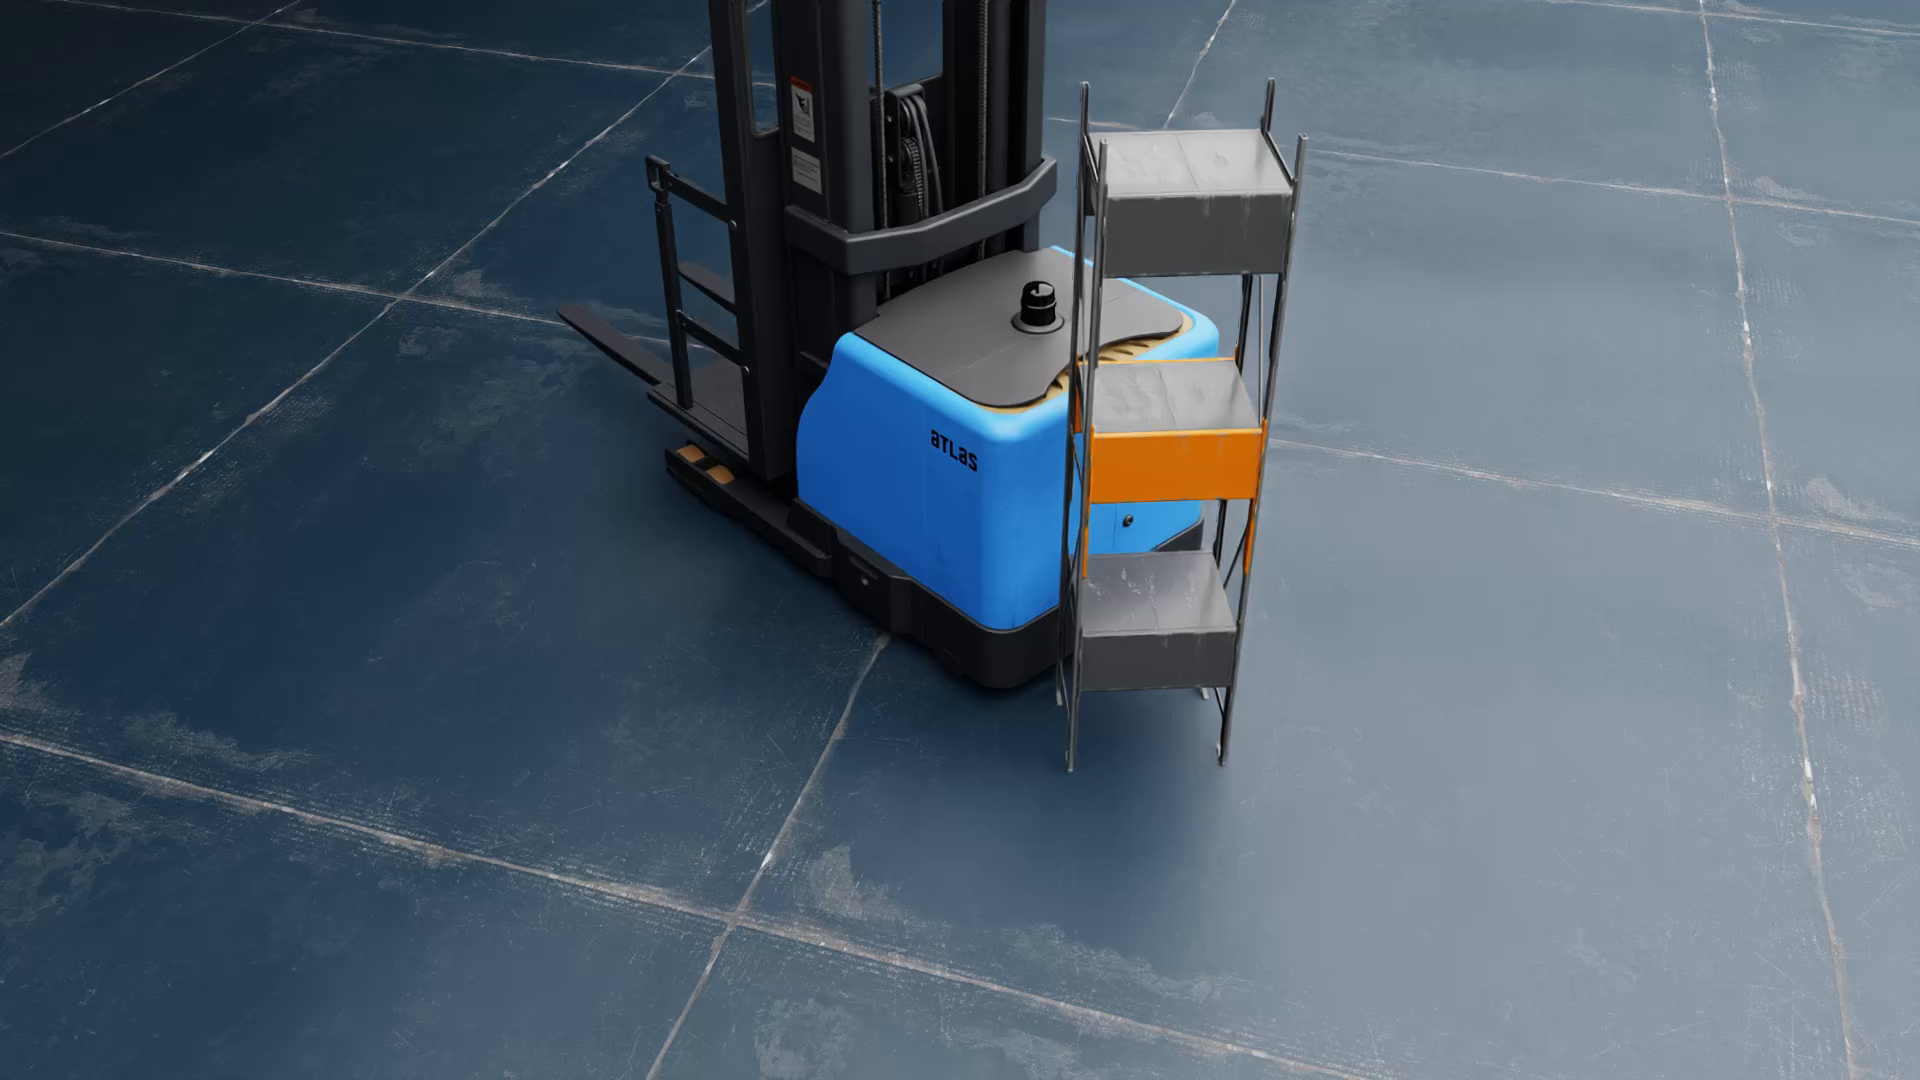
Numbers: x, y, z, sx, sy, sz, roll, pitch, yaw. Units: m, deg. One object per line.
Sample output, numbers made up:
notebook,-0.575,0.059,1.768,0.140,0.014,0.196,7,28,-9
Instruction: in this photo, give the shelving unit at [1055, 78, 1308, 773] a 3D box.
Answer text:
shelving unit,0.581,-0.237,4.801,0.503,2.100,0.431,-2,36,-3

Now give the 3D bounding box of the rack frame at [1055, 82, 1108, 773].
rack frame,0.338,-0.229,4.790,0.015,2.100,0.400,-2,36,-3

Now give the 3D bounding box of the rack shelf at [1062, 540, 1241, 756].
rack shelf,0.581,0.338,5.224,0.480,0.518,0.431,-2,36,-3

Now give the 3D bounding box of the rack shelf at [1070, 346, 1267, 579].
rack shelf,0.581,-0.226,4.809,0.480,0.518,0.431,-2,36,-3

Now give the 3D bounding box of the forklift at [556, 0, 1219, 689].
forklift,-0.500,-1.481,5.789,1.130,2.935,3.031,-28,45,-33

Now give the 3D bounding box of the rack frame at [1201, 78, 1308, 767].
rack frame,0.825,-0.246,4.812,0.015,2.100,0.400,-2,36,-3

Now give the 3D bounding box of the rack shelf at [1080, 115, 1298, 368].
rack shelf,0.581,-0.790,4.394,0.480,0.518,0.431,-2,36,-3
